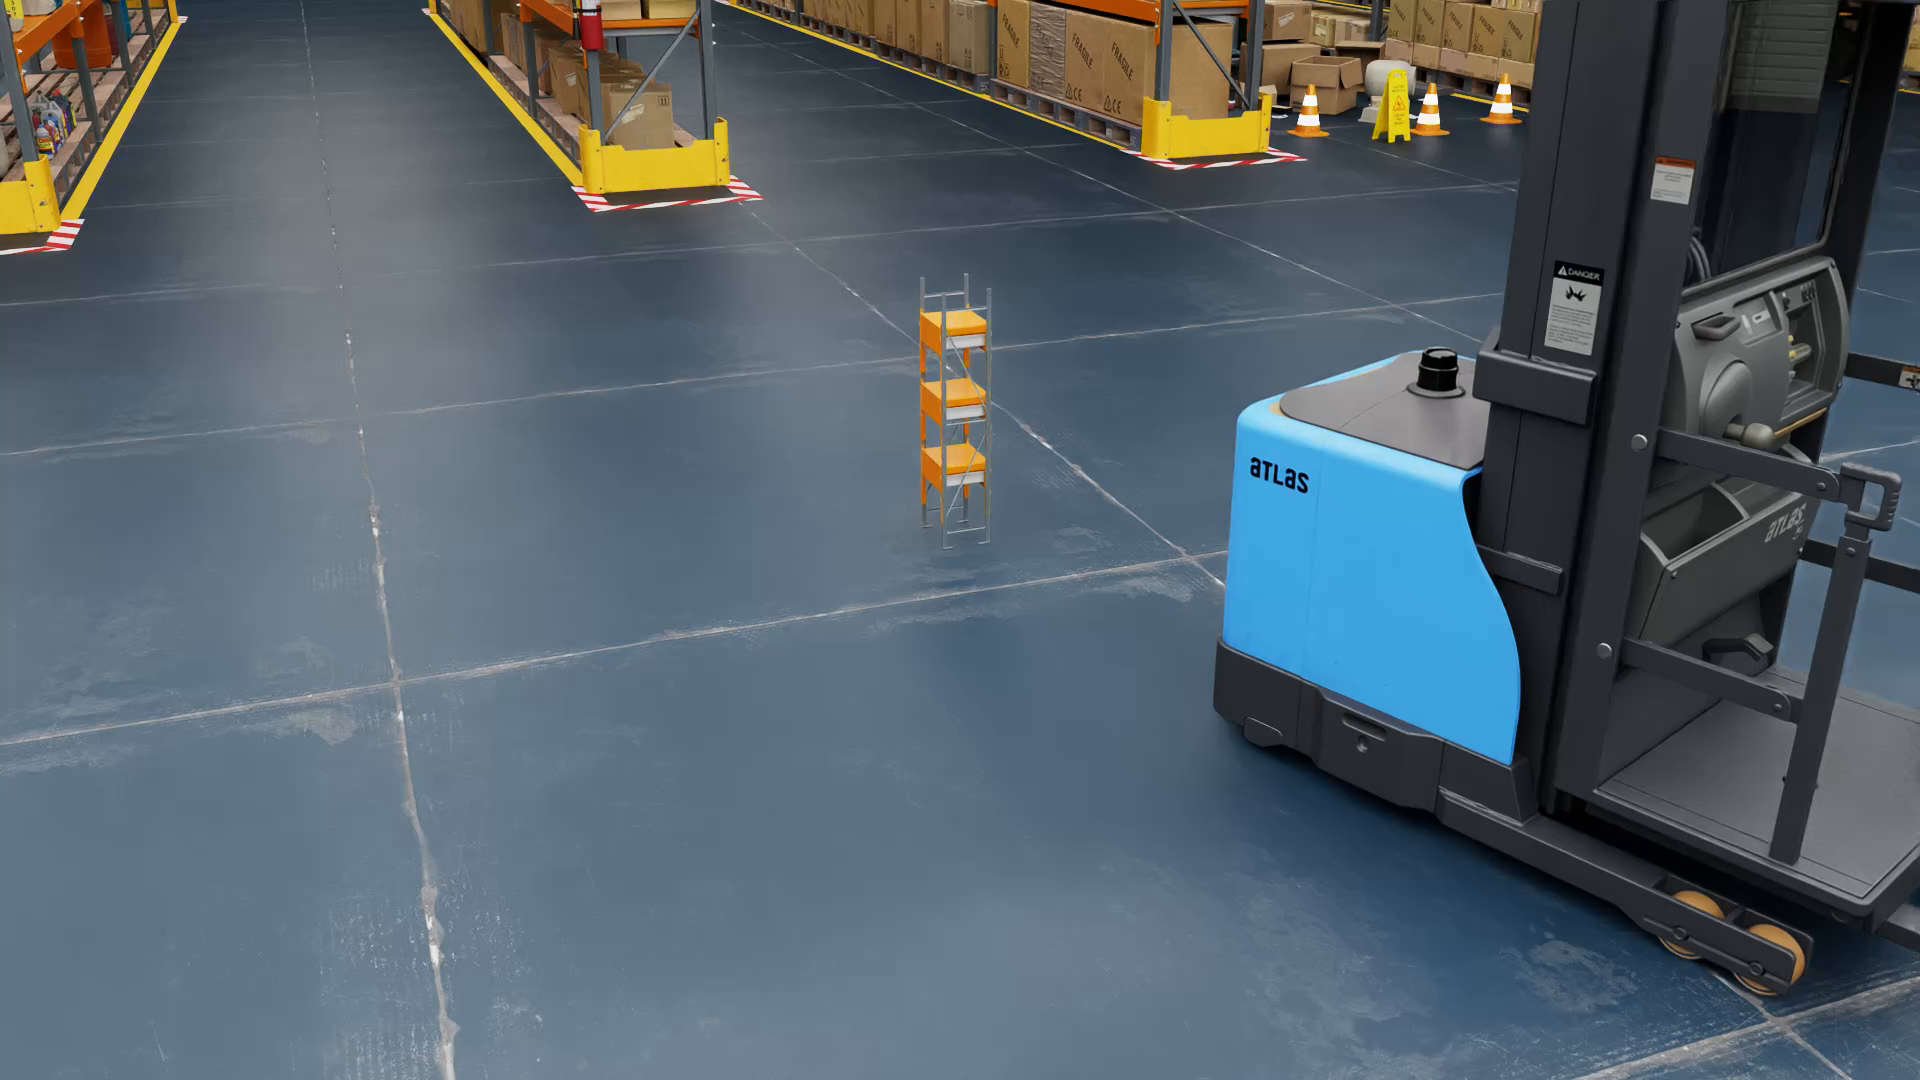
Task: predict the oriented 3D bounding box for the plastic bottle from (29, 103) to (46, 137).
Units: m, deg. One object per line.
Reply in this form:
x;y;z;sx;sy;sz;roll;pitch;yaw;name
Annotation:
-8.071;-3.695;14.594;0.152;0.276;0.135;-8;24;-19;plastic bottle

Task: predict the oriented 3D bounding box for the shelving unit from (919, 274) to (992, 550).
-0.019;-0.503;6.592;0.215;1.050;0.252;-8;24;-19;shelving unit

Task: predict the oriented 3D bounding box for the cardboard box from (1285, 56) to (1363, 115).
3.823;-4.767;17.412;0.637;0.503;0.797;12;26;27;cardboard box

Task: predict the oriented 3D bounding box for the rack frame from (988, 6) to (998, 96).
0.804;-6.364;17.987;1.000;3.000;0.127;-8;24;-19;rack frame

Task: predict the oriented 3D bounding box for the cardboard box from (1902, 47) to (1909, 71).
10.826;-5.545;19.043;0.500;0.250;0.500;-8;24;-19;cardboard box

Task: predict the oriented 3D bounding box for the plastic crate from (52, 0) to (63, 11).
-7.861;-4.607;14.010;0.499;0.251;0.616;-8;24;-19;plastic crate

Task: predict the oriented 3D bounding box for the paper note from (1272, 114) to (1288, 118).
3.266;-4.329;16.984;0.144;0.017;0.142;0;23;-1;paper note

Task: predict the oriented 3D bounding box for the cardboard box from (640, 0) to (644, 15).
-2.407;-4.381;13.605;0.380;0.149;0.250;-8;24;-19;cardboard box

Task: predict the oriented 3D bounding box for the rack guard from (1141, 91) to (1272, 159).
2.225;-3.750;15.003;1.175;0.500;0.348;-8;24;-19;rack guard

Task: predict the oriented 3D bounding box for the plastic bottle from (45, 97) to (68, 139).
-7.827;-3.641;14.371;0.144;0.351;0.185;-8;24;-19;plastic bottle

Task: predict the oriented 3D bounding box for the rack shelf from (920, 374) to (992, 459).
-0.019;-0.493;6.596;0.215;0.259;0.240;-8;24;-19;rack shelf

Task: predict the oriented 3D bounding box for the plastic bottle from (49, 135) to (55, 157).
-7.478;-3.240;13.610;0.097;0.201;0.097;0;23;0;plastic bottle

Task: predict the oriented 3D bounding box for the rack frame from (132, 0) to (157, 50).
-11.332;-7.947;21.744;1.000;3.000;0.127;-8;24;-19;rack frame

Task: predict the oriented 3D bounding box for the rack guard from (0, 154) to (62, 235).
-7.164;-2.456;11.934;1.175;0.500;0.348;-8;24;-19;rack guard

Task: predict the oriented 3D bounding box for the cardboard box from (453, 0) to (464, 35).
-6.137;-7.287;22.372;1.225;0.875;0.875;-9;25;-21;cardboard box

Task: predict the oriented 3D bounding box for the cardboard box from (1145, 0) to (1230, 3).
2.043;-5.108;14.815;0.875;0.550;0.550;-8;24;-19;cardboard box

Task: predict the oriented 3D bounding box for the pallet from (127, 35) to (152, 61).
-11.098;-6.376;21.607;1.003;0.211;1.213;-8;24;-19;pallet

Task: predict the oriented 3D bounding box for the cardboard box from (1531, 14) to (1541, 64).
6.285;-5.154;17.150;0.500;0.500;0.500;-8;24;-19;cardboard box

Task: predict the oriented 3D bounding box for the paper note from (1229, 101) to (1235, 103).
2.995;-4.750;17.990;0.172;0.023;0.155;0;23;-1;paper note

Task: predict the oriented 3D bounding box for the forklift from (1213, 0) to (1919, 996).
2.168;-0.456;4.058;1.130;2.935;3.031;-19;30;-38;forklift

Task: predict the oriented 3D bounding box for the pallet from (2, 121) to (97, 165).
-8.308;-3.506;14.796;1.003;0.211;1.213;-8;24;-19;pallet

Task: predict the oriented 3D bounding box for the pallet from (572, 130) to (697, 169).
-2.740;-3.309;14.330;1.003;0.211;1.213;-8;24;-19;pallet

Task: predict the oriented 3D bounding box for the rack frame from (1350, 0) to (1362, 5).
7.215;-10.669;28.201;1.000;3.000;0.127;-8;24;-19;rack frame

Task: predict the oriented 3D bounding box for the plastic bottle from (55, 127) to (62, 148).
-7.633;-3.399;13.988;0.097;0.201;0.097;0;23;0;plastic bottle

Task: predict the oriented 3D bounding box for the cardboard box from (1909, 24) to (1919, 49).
10.990;-5.600;18.529;0.500;0.250;0.500;-9;24;-20;cardboard box

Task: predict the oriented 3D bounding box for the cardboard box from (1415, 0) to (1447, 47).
5.555;-5.908;18.938;0.500;0.500;0.500;-7;24;-17;cardboard box

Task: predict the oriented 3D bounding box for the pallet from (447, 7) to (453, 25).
-7.329;-8.073;25.632;1.003;0.211;1.213;-8;24;-19;pallet

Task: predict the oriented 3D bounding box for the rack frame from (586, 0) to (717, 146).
-2.459;-4.267;13.011;1.000;3.000;0.127;-8;24;-19;rack frame

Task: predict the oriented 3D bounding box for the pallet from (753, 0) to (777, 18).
-2.728;-8.669;27.046;1.003;0.211;1.213;-8;24;-19;pallet

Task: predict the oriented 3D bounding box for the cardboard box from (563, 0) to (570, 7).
-3.210;-4.678;14.311;0.380;0.149;0.250;-8;24;-19;cardboard box

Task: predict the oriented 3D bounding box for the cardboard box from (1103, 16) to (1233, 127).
1.915;-4.362;15.433;0.875;0.875;0.875;-8;24;-19;cardboard box

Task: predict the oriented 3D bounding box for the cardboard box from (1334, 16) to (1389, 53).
5.211;-6.253;20.566;0.950;0.372;0.625;-8;24;-18;cardboard box

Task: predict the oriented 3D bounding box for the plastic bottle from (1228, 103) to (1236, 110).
2.771;-4.551;17.469;0.283;0.061;0.133;-18;29;-37;plastic bottle

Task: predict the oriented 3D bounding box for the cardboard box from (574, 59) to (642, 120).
-3.266;-4.189;15.505;0.500;0.500;0.500;-11;25;-24;cardboard box

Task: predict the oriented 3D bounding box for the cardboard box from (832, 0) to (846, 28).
-1.468;-7.441;23.221;0.500;0.500;0.500;-9;25;-21;cardboard box

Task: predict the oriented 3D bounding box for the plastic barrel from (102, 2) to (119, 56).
-10.507;-6.162;20.072;0.600;0.588;0.708;-8;24;-19;plastic barrel

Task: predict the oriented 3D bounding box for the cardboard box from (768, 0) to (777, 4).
-2.845;-8.622;26.475;0.380;0.149;0.250;-8;24;-19;cardboard box

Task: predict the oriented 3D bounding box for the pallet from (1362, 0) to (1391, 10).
7.538;-9.094;28.054;1.003;0.211;1.213;-8;24;-19;pallet

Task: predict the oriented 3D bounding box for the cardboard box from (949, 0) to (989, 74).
0.500;-5.734;18.848;1.050;0.750;0.750;-8;24;-19;cardboard box

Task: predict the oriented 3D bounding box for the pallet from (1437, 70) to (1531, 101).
6.104;-5.112;18.606;1.003;0.211;1.213;-8;24;-19;pallet

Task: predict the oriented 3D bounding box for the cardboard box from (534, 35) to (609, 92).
-4.069;-4.997;17.396;0.700;0.500;0.500;-10;25;-23;cardboard box

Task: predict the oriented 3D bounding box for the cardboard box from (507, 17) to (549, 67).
-4.822;-5.784;19.263;0.700;0.500;0.500;-10;25;-23;cardboard box

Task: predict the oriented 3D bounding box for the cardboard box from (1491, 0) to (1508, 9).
5.915;-5.765;17.764;0.380;0.149;0.250;-7;24;-17;cardboard box

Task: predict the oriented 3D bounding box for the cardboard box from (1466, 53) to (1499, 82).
5.909;-5.188;18.197;0.500;0.250;0.500;-9;25;-21;cardboard box

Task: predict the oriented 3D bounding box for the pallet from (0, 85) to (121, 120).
-9.254;-4.480;17.106;1.003;0.211;1.213;-8;24;-19;pallet

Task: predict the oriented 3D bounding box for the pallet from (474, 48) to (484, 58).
-5.920;-6.628;22.204;1.003;0.211;1.213;-8;24;-19;pallet

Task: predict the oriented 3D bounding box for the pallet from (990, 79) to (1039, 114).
0.999;-4.792;17.847;1.003;0.211;1.213;-8;24;-19;pallet

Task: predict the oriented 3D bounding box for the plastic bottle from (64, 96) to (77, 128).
-8.027;-3.862;14.982;0.061;0.283;0.133;-7;24;-16;plastic bottle

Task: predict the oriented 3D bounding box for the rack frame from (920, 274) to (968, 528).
-0.062;-0.548;6.697;0.200;1.050;0.008;-8;24;-19;rack frame

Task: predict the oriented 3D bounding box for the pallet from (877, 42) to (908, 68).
-0.401;-6.236;21.273;1.003;0.211;1.213;-8;24;-19;pallet

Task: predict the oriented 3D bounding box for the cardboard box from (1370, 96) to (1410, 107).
4.459;-4.512;17.263;0.380;0.149;0.250;4;23;9;cardboard box

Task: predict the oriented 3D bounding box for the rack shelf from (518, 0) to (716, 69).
-3.166;-4.662;14.875;1.077;0.370;4.000;-8;24;-19;rack shelf

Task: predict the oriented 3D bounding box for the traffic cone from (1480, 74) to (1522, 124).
5.453;-4.437;16.681;0.336;0.463;0.334;-8;24;-19;traffic cone
